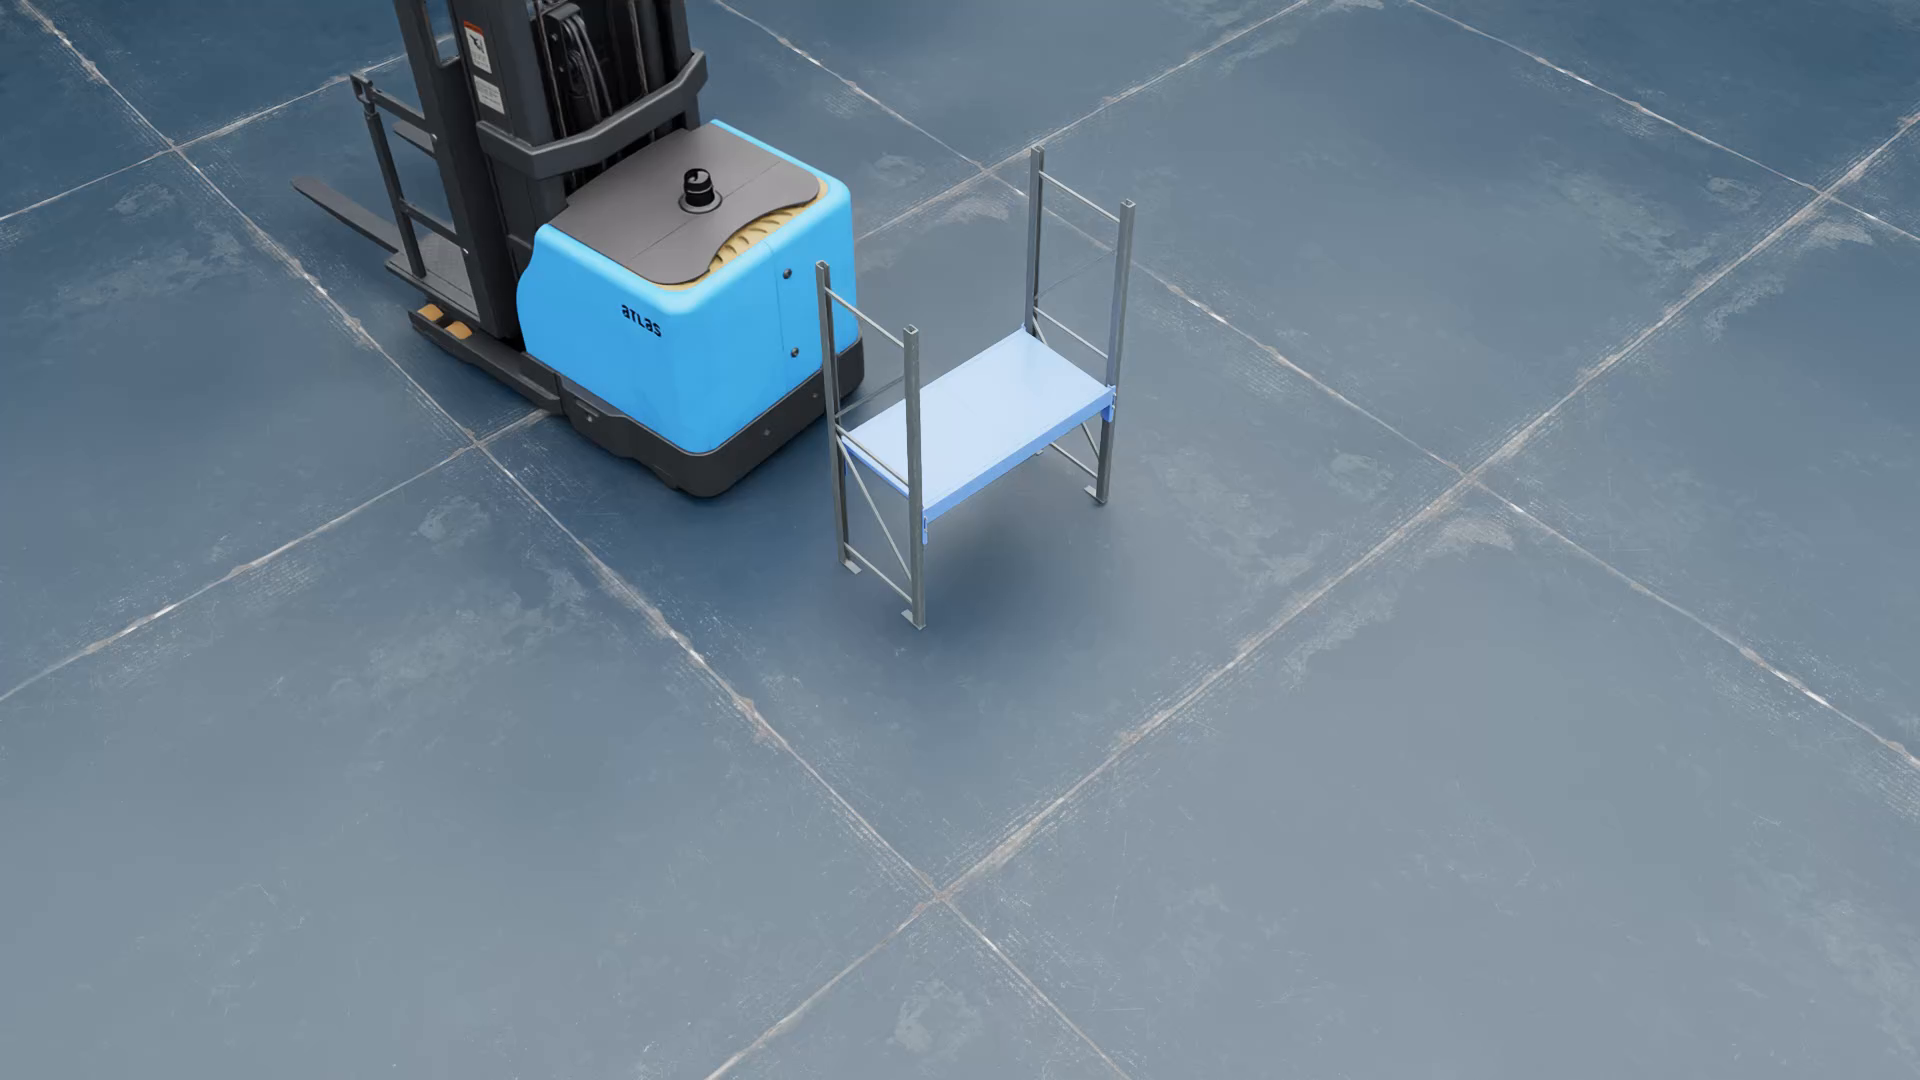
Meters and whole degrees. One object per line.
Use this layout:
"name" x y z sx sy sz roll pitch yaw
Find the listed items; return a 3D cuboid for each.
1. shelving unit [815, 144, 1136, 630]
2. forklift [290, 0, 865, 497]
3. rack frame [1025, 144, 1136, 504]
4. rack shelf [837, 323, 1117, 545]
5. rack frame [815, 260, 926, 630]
"shelving unit" 0.063 -0.551 6.291 1.048 1.500 0.538 -34 56 -27
"forklift" -1.887 -2.091 6.738 3.031 2.935 1.130 31 54 25
"rack frame" 0.439 -0.802 6.523 0.032 1.500 0.500 -34 56 -27
"rack shelf" 0.063 -0.429 6.423 1.000 0.185 0.538 -34 56 -27
"rack frame" -0.313 -0.299 6.059 0.032 1.500 0.500 -34 56 -27
